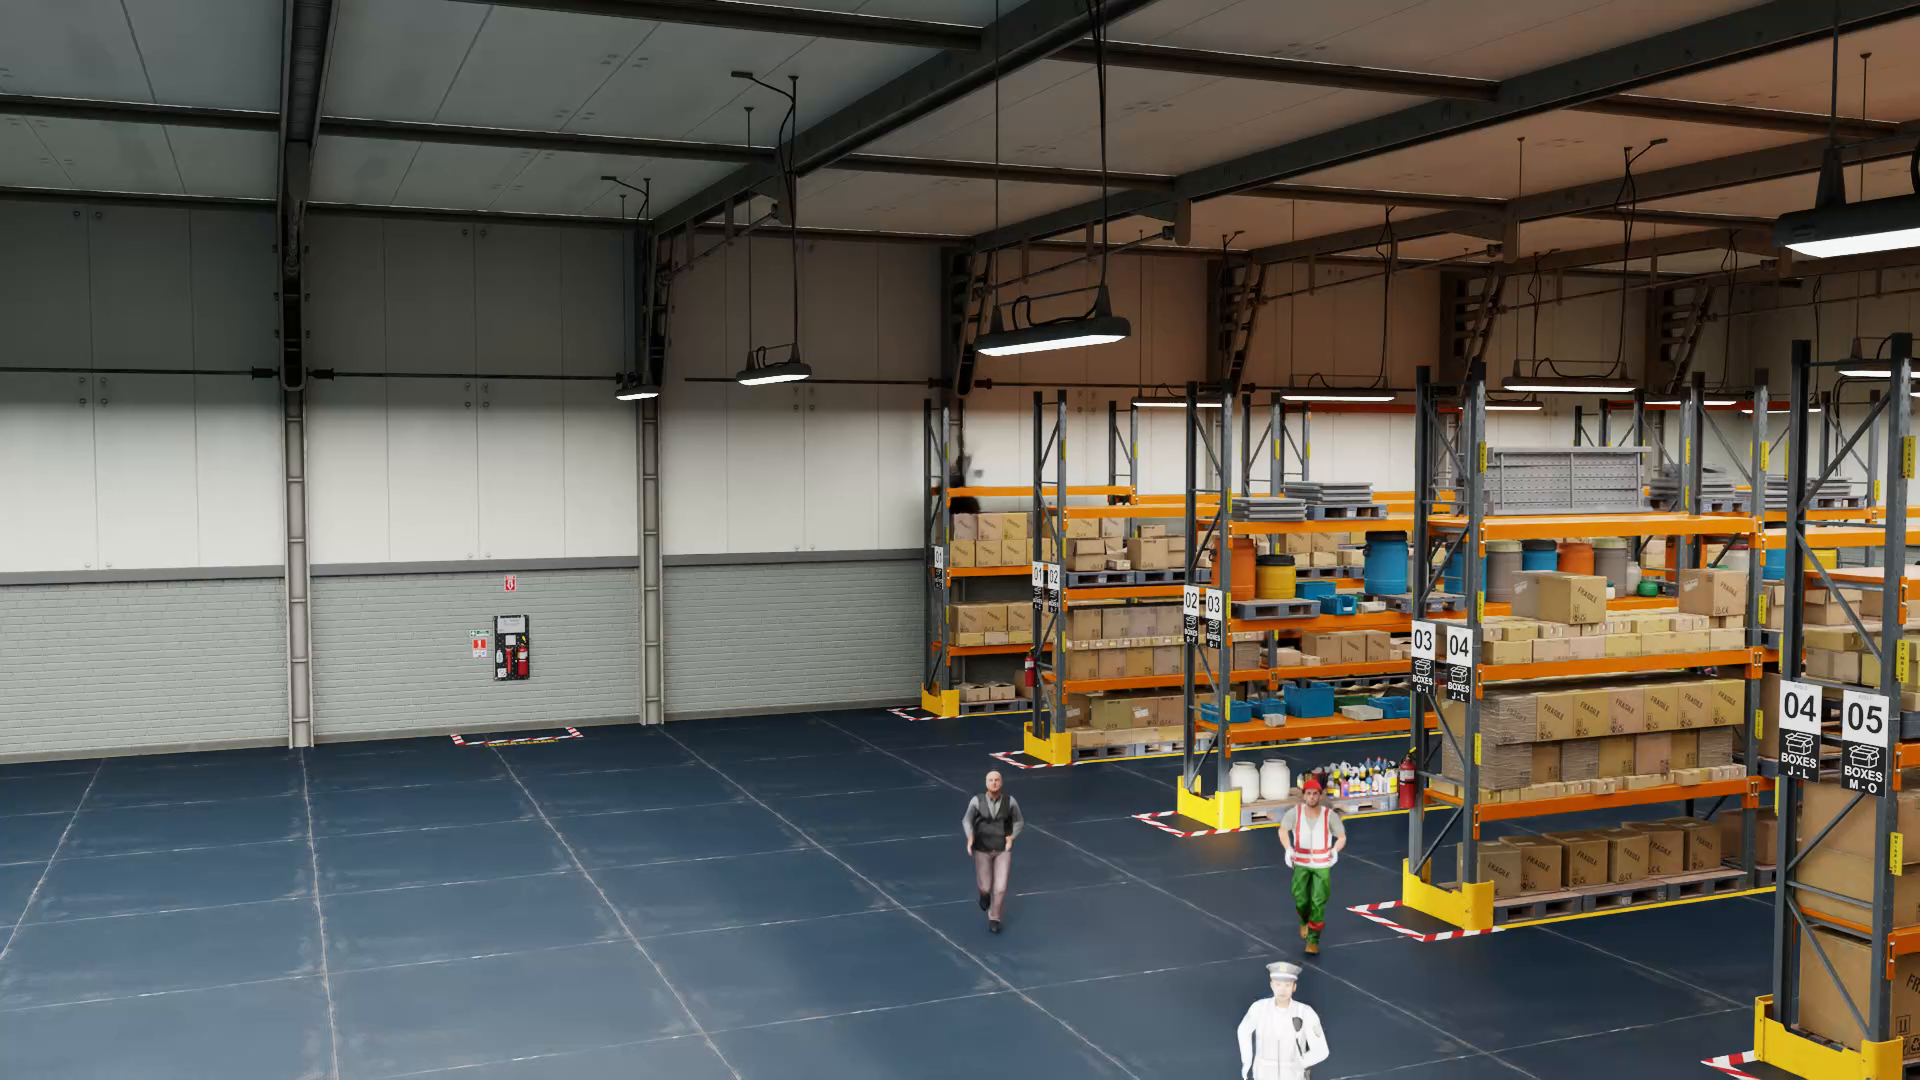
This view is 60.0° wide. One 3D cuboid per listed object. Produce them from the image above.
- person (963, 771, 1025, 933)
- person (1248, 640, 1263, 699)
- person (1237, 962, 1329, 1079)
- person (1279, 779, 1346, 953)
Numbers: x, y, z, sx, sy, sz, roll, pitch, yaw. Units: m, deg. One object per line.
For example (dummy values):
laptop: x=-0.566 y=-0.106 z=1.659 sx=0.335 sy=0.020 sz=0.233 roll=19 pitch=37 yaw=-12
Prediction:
person: x=0.358 y=3.291 z=17.679 sx=0.659 sy=1.680 sz=0.586 roll=0 pitch=3 yaw=0
person: x=5.386 y=2.542 z=30.609 sx=0.559 sy=1.657 sz=0.575 roll=-2 pitch=4 yaw=-29
person: x=2.174 y=3.659 z=11.247 sx=0.626 sy=1.668 sz=0.847 roll=1 pitch=3 yaw=15
person: x=3.568 y=3.301 z=16.872 sx=0.679 sy=1.747 sz=0.597 roll=1 pitch=3 yaw=14
